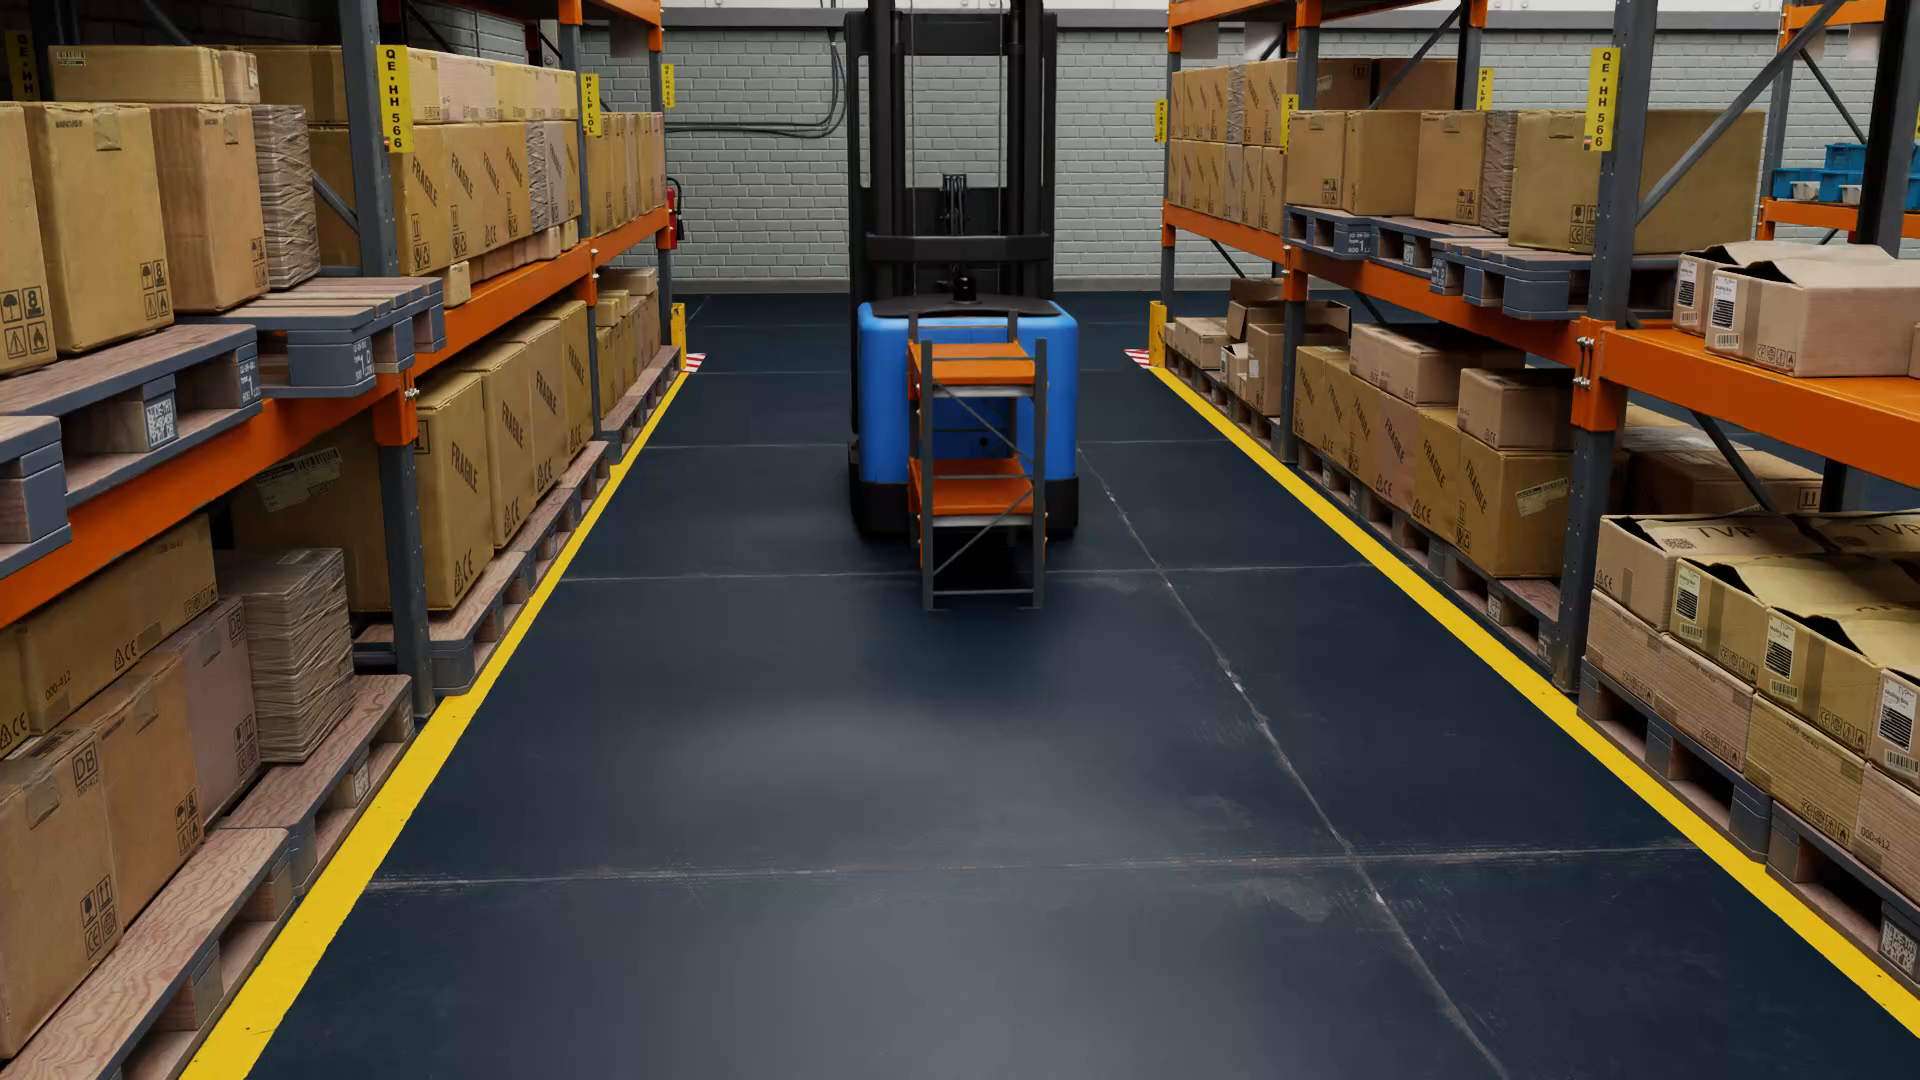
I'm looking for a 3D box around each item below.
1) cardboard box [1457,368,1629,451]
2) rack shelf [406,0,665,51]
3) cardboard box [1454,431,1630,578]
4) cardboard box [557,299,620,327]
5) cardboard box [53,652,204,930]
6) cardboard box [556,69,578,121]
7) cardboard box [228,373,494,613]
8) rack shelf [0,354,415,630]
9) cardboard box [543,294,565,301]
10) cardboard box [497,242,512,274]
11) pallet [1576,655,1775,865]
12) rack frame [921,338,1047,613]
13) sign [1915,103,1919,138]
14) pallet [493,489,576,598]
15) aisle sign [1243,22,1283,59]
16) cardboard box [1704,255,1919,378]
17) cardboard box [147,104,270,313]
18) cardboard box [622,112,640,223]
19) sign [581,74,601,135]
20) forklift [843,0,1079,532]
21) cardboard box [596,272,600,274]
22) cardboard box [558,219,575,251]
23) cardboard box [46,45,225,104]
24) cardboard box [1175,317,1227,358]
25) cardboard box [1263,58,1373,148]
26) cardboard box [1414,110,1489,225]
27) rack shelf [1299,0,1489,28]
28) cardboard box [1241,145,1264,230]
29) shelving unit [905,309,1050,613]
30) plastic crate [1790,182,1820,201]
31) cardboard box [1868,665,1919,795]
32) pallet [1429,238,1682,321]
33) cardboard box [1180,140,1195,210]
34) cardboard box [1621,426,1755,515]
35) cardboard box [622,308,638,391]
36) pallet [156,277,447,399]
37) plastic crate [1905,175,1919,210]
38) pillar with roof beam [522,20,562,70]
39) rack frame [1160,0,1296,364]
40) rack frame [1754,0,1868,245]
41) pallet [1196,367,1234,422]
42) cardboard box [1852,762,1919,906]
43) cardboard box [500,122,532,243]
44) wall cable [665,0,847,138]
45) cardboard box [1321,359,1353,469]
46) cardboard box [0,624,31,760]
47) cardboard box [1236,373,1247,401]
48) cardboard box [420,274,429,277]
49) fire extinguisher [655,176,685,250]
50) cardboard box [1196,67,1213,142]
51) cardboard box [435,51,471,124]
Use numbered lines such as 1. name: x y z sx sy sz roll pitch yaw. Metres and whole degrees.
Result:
1. cardboard box: 2.335 -0.532 6.701 0.500 0.250 0.500 0 14 -1
2. rack shelf: -2.681 -3.442 10.808 1.077 0.370 4.000 -1 14 -3
3. cardboard box: 2.343 -0.154 6.740 0.500 0.500 0.500 0 14 -1
4. cardboard box: -2.340 -1.423 10.409 0.380 0.149 0.250 0 14 -2
5. cardboard box: -2.237 0.583 3.873 0.700 0.500 0.500 -1 14 -4
6. cardboard box: -2.273 -2.293 8.578 0.500 0.250 0.500 -1 14 -2
7. cardboard box: -2.224 -0.193 6.227 0.750 0.750 0.750 -1 14 -4
8. rack shelf: -2.185 0.000 3.449 1.077 0.370 4.000 -1 14 -3
9. cardboard box: -2.742 -1.492 10.678 0.380 0.149 0.250 -1 14 -5
10. cardboard box: -2.213 -1.266 7.390 0.380 0.149 0.250 0 14 -2
11. pallet: 2.647 0.633 5.143 1.003 0.211 1.213 -1 14 -3
12. rack frame: 0.095 -0.254 6.757 0.500 1.125 0.032 -1 14 -4
13. sign: 3.189 -1.493 5.486 0.100 0.325 0.005 -1 14 -3
14. pallet: -2.355 0.005 7.583 1.003 0.211 1.213 -1 14 -3
15. aisle sign: 2.441 -4.193 13.087 0.394 0.787 0.004 -1 14 -3
16. cardboard box: 2.497 -0.654 4.729 0.500 0.311 0.500 -1 14 -4
17. cardboard box: -2.208 -0.852 4.233 0.700 0.500 0.500 -2 15 -9
18. cardboard box: -2.669 -2.483 11.056 0.980 0.700 0.700 -2 15 -6
19. sign: -2.016 -2.374 9.067 0.100 0.325 0.005 -1 14 -3
20. forklift: -0.066 -1.769 9.021 1.130 2.935 3.031 -1 14 -4
21. cardboard box: -2.837 -1.872 12.153 0.380 0.149 0.250 -1 14 -3
22. cardboard box: -2.214 -1.586 8.636 0.380 0.149 0.250 -1 14 -2
23. cardboard box: -2.223 -1.256 4.503 0.380 0.149 0.250 -3 15 -13
24. cardboard box: 1.921 -1.530 12.588 0.500 0.250 0.500 -1 14 -3
25. cardboard box: 2.097 -2.572 9.796 0.500 0.500 0.500 -1 14 -3
26. cardboard box: 2.558 -1.731 7.691 0.700 0.500 0.500 -5 15 -18
27. rack shelf: 2.511 -2.525 7.243 1.077 0.370 4.000 -1 14 -3
28. cardboard box: 2.067 -2.215 10.414 0.500 0.500 0.500 0 14 -2
29. shelving unit: 0.055 -0.381 7.248 0.538 1.125 1.048 -1 14 -4
30. plastic crate: 6.707 -2.742 13.072 0.250 0.136 0.298 -1 14 -3
31. cardboard box: 2.477 0.454 3.793 0.500 0.311 0.500 -1 14 -4
32. pallet: 2.523 -0.997 6.269 1.213 0.211 1.003 -1 14 -3
33. cardboard box: 1.941 -2.718 12.371 0.500 0.500 0.500 -1 14 -4
34. cardboard box: 2.854 -0.173 6.813 0.500 0.500 0.500 -1 14 -5
35. cardboard box: -2.558 -1.273 11.129 0.700 0.500 0.500 -1 14 -2
36. pallet: -2.159 -0.577 4.634 1.213 0.211 1.003 -1 14 -3
37. plastic crate: 6.870 -2.467 11.812 0.416 0.233 0.300 -1 14 -3
38. pillar with roof beam: 0.461 -6.465 15.094 9.100 9.000 0.400 -1 14 -3
39. rack frame: 2.139 -2.913 13.326 1.000 3.000 0.127 -1 14 -3
40. rack frame: 7.083 -2.988 13.620 1.000 3.000 0.127 -1 14 -3
41. pallet: 2.267 -1.042 11.653 1.003 0.211 1.213 -1 14 -3
42. cardboard box: 2.476 0.722 3.876 0.500 0.250 0.500 -1 14 -2
43. cardboard box: -2.177 -1.556 7.215 0.500 0.500 0.500 0 14 -2
44. wall cable: -2.798 -5.649 18.153 3.097 2.526 0.112 -1 14 -3
45. cardboard box: 2.218 -0.664 8.720 0.500 0.500 0.500 -1 14 -3
46. cardboard box: -2.190 0.362 3.228 0.500 0.250 0.500 -1 14 -5
47. cardboard box: 1.986 -0.980 10.653 0.380 0.149 0.250 -1 14 -3
48. cardboard box: -2.105 -0.882 5.898 0.380 0.149 0.250 -1 14 -3
49. fire extinguisher: -2.353 -2.662 13.255 0.296 0.674 0.183 -1 14 -3
50. cardboard box: 1.970 -3.076 11.756 0.500 0.500 0.500 -1 14 -3
51. cardboard box: -2.114 -1.661 6.121 0.500 0.250 0.500 -1 14 -4
